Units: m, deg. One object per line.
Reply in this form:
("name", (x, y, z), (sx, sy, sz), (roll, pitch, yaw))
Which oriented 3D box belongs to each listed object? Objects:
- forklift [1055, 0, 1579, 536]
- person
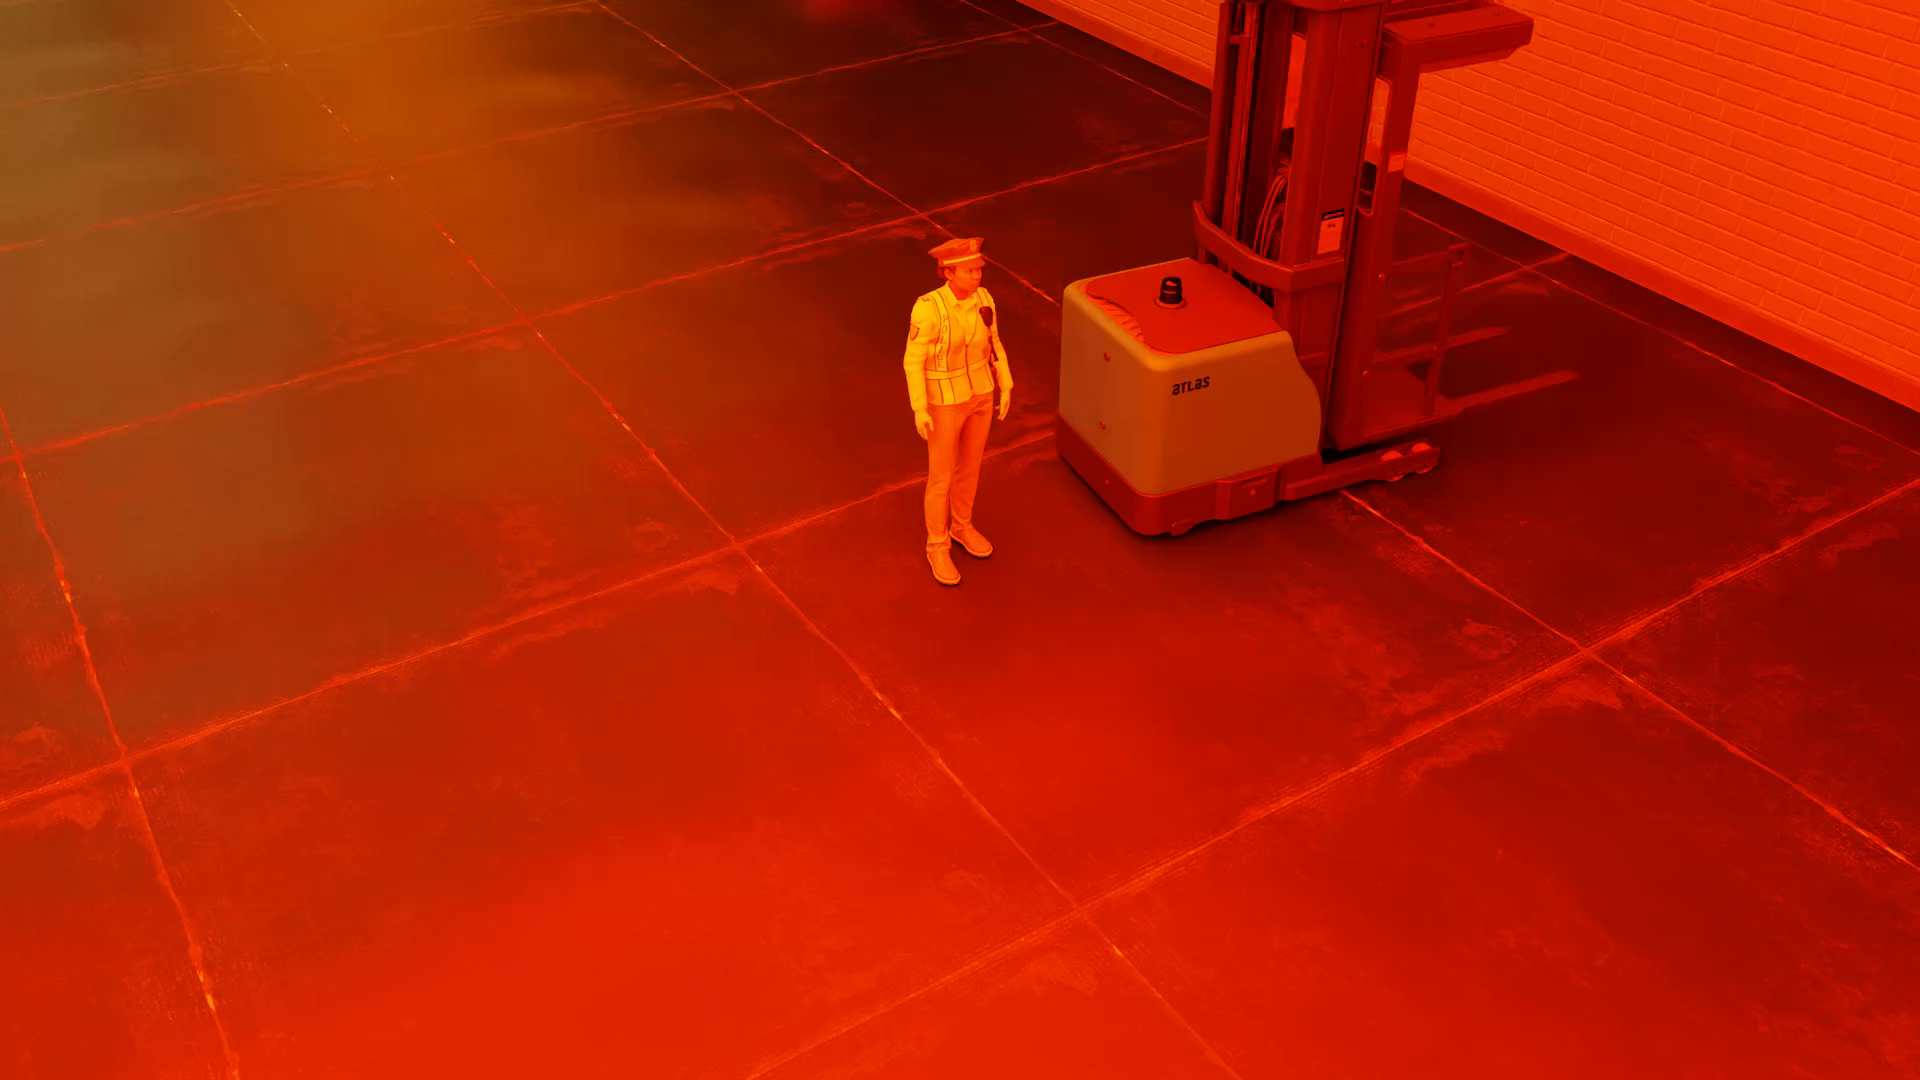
("forklift", (2.090, -1.782, 8.684), (3.031, 2.935, 1.130), (-15, 38, -20))
("person", (0.032, -0.664, 8.155), (0.587, 1.694, 0.529), (-21, 40, -27))
